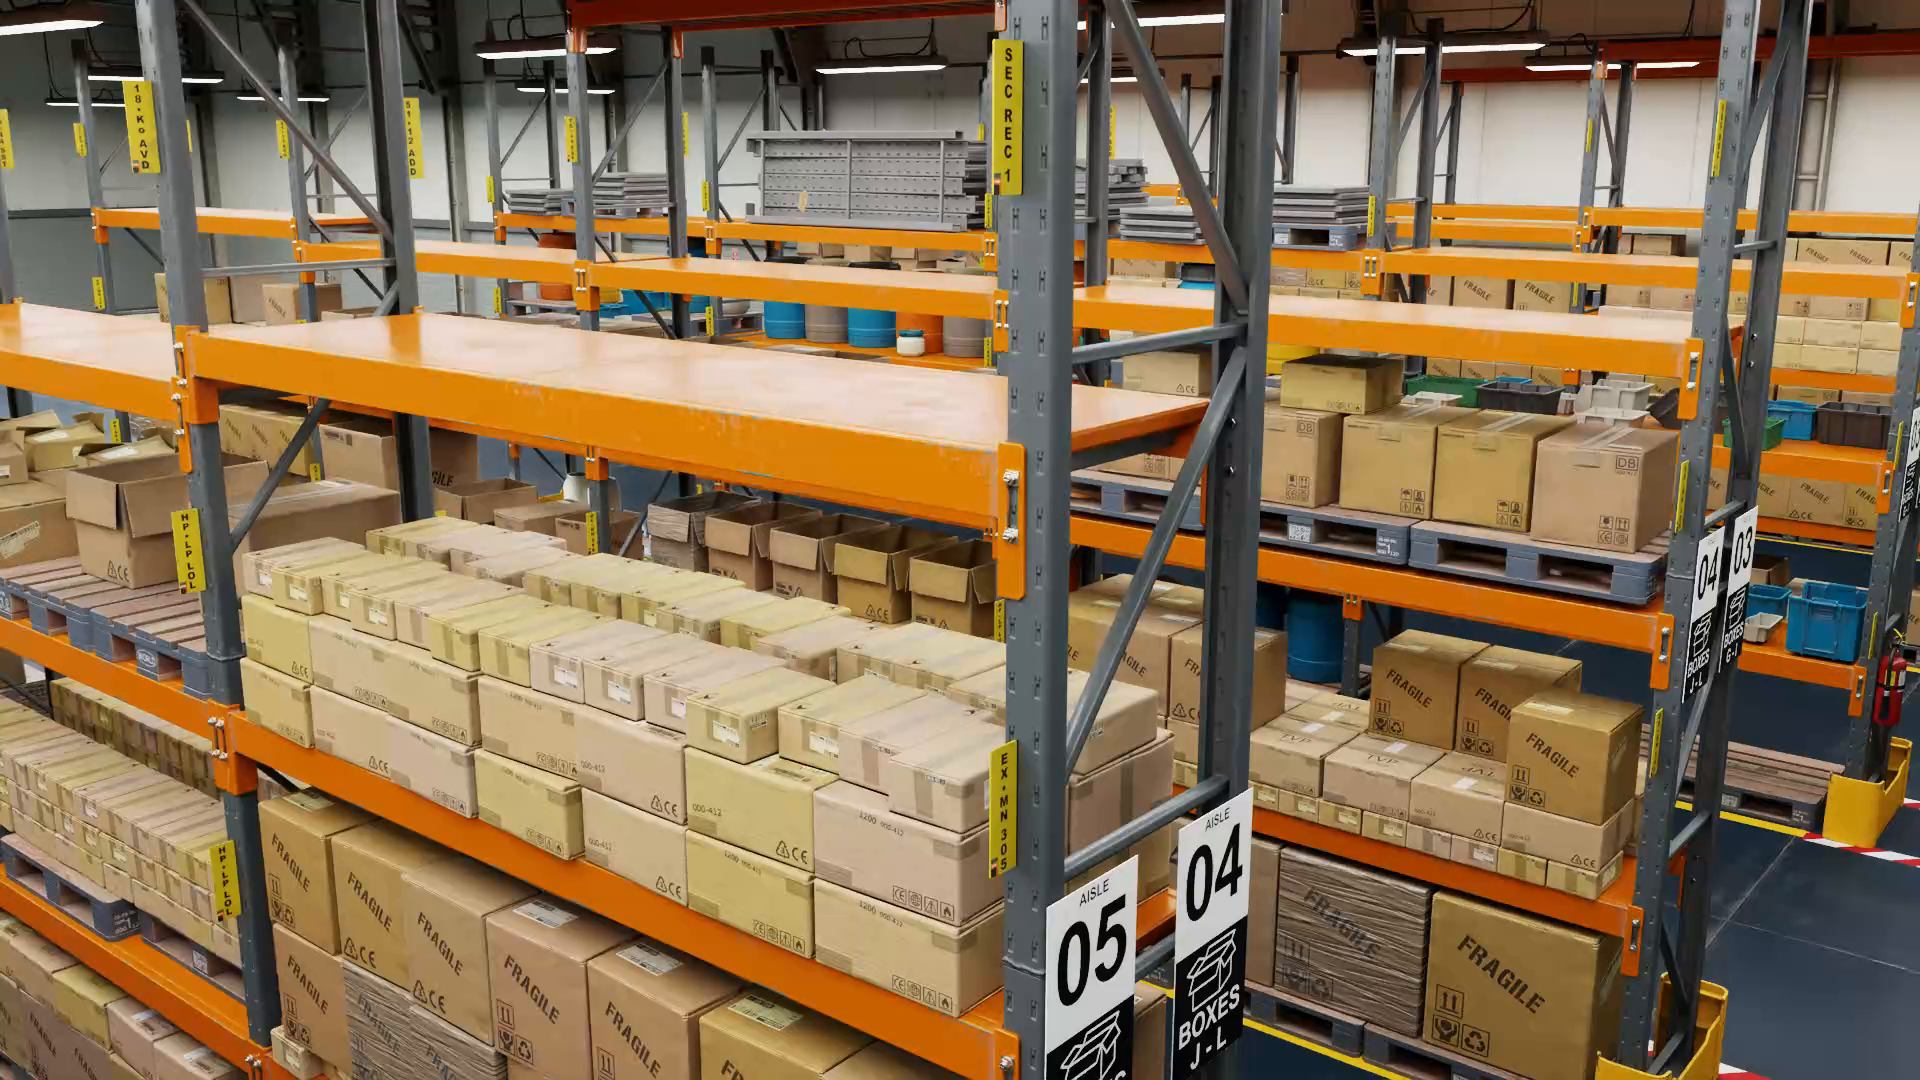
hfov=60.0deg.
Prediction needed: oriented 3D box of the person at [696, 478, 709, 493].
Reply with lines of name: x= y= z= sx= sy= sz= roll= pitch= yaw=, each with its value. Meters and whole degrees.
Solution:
person: x=-3.583 y=-1.121 z=22.687 sx=0.621 sy=1.640 sz=0.454 roll=11 pitch=17 yaw=38
